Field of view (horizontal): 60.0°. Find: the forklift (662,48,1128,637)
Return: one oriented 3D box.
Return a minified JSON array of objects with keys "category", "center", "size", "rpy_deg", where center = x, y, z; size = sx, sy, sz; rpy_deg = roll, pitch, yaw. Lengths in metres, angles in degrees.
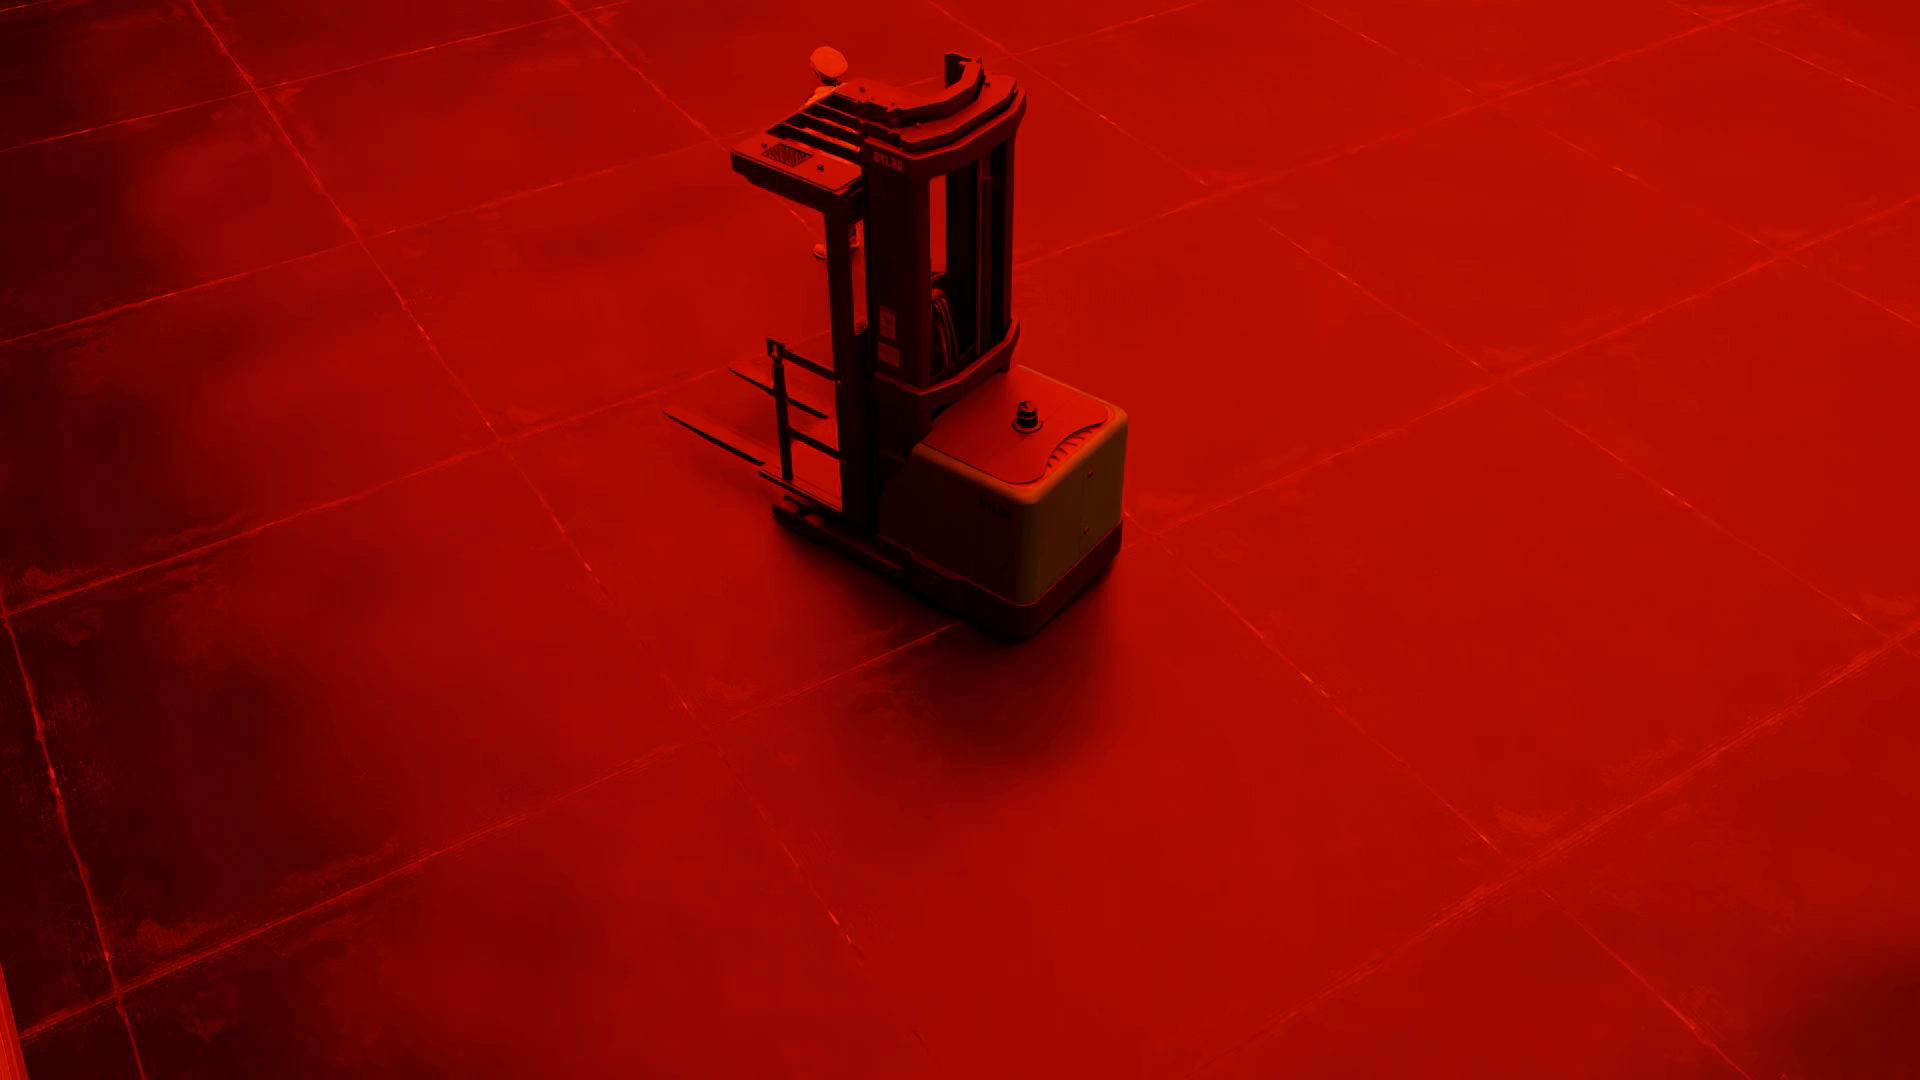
[{"category":"forklift","center":[-0.522,-1.352,9.419],"size":[3.031,2.935,1.130],"rpy_deg":[27,48,27]}]

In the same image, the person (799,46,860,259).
[{"category":"person","center":[-0.960,-2.776,11.981],"size":[0.581,1.695,0.530],"rpy_deg":[-27,48,-27]}]
